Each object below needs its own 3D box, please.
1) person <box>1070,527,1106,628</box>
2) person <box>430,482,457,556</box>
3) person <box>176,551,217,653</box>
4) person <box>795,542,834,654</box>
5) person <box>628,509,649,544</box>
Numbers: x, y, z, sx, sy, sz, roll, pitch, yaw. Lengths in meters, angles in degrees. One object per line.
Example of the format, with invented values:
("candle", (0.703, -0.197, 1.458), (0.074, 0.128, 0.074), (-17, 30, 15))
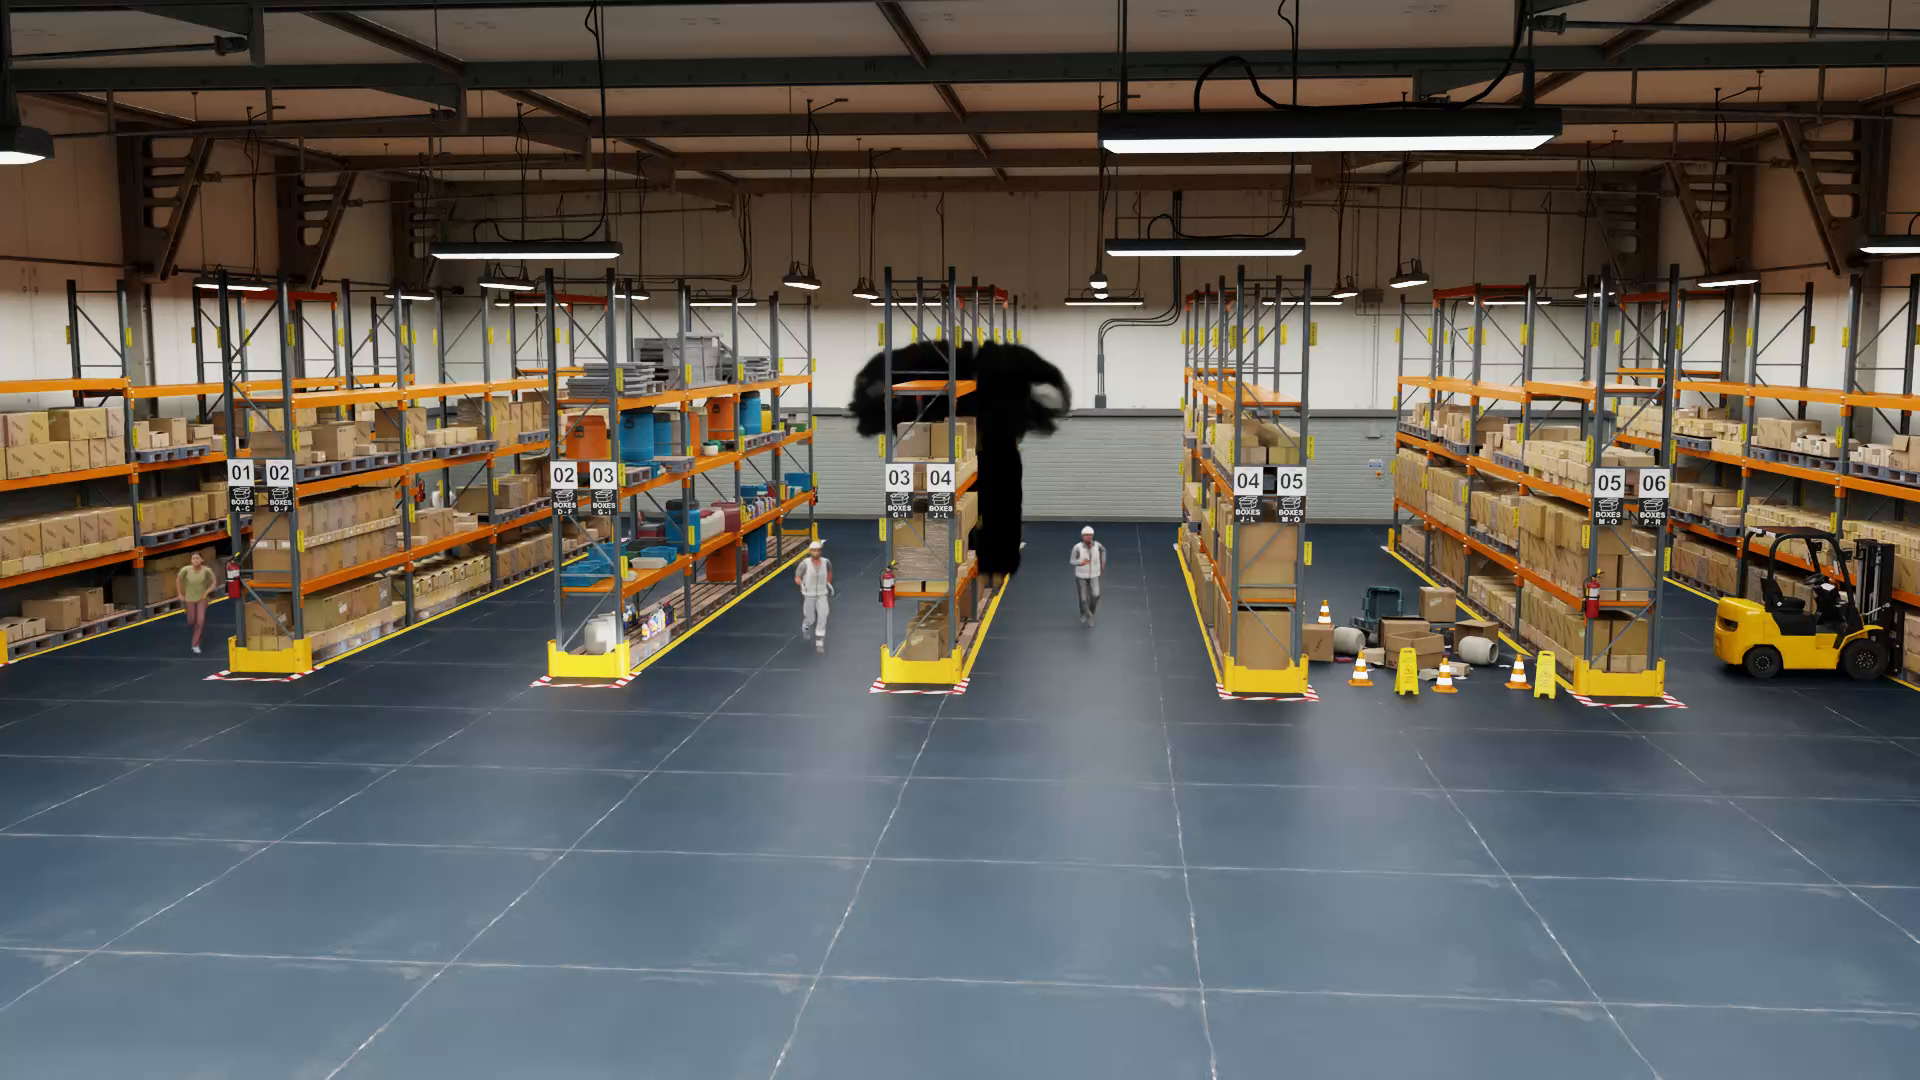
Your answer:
("person", (2.220, 0.635, 28.772), (0.682, 1.763, 0.807), (-1, 7, -8))
("person", (-11.733, -0.469, 37.852), (0.685, 1.791, 0.966), (0, 7, -2))
("person", (-12.290, 0.973, 26.806), (0.608, 1.628, 0.681), (-2, 7, -19))
("person", (-2.332, 0.889, 26.660), (0.640, 1.770, 0.940), (-2, 7, -16))
("person", (-6.349, 0.207, 32.961), (0.509, 1.648, 0.728), (0, 7, 1))
